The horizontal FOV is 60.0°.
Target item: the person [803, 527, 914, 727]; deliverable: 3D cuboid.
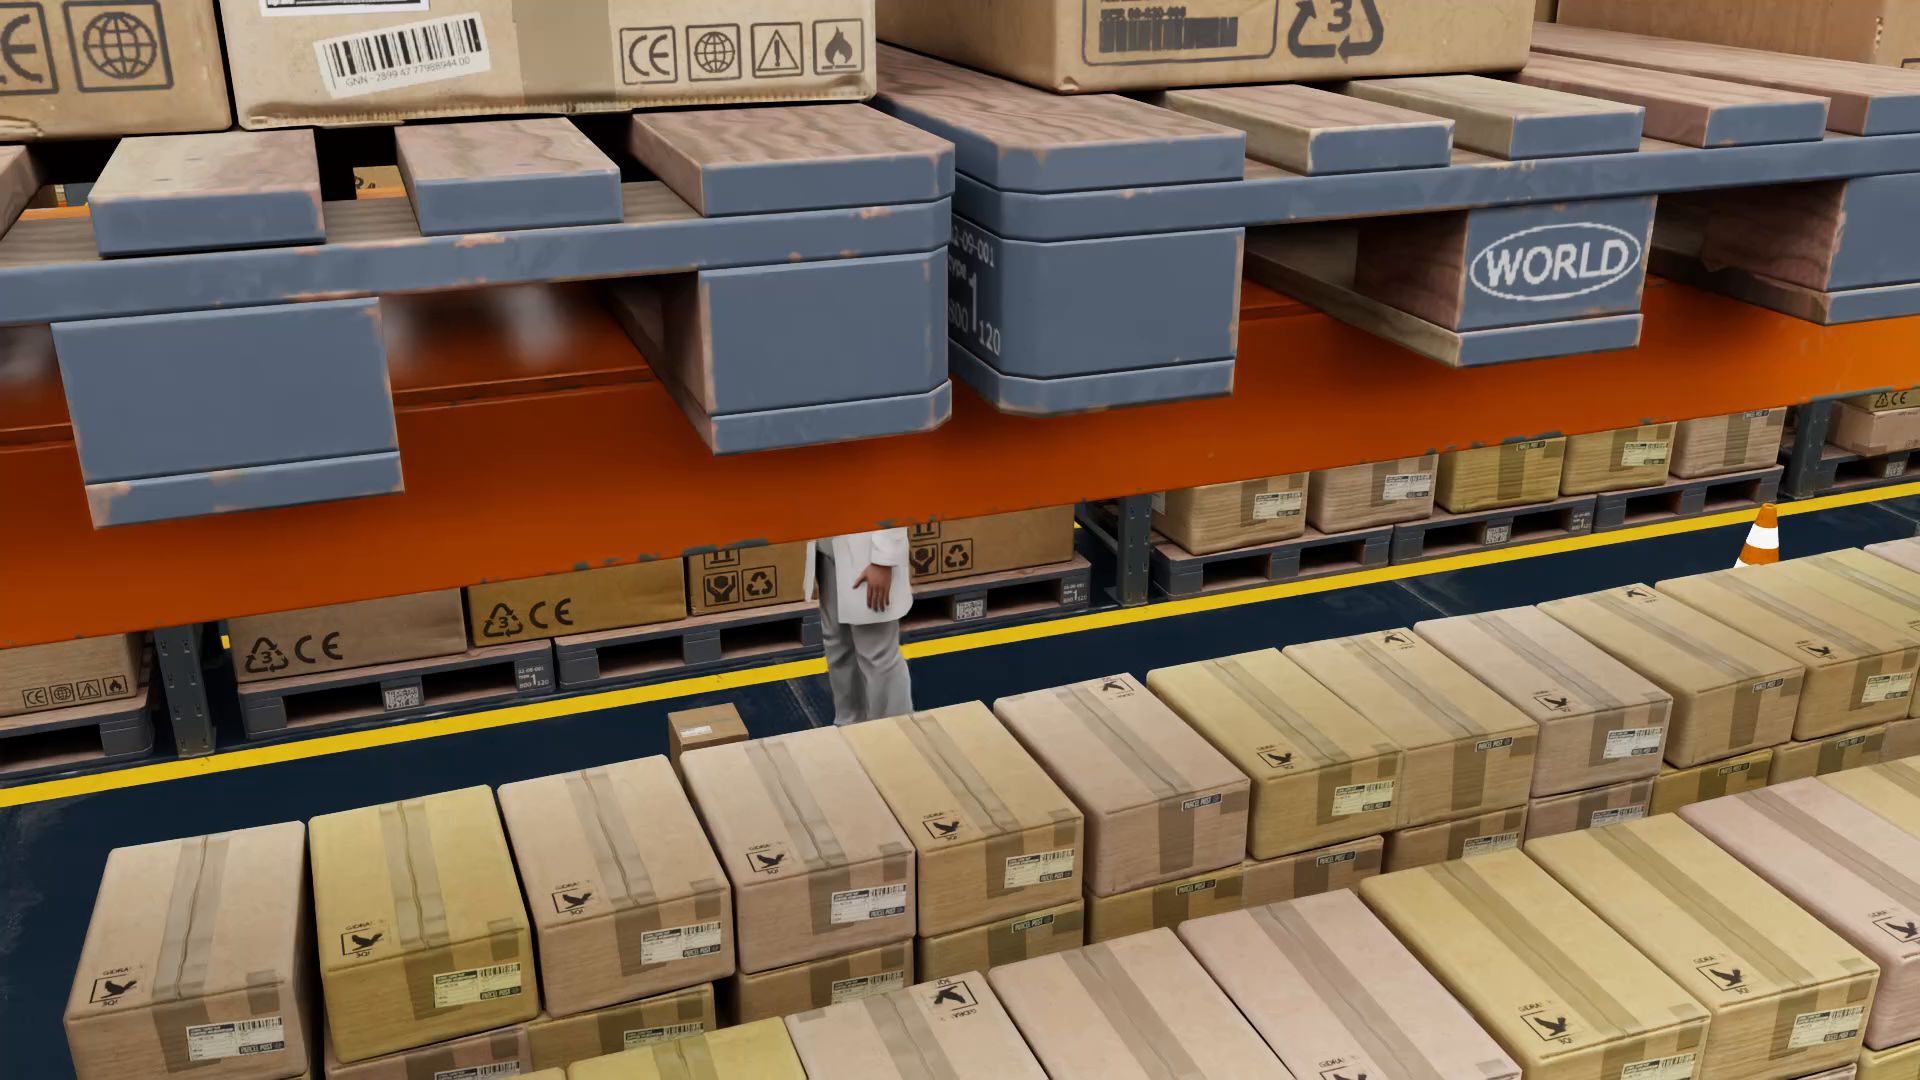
[{"bbox_3d":[-0.397,0.028,5.996,0.390,1.787,0.603,-14,26,-31],"label":"person"}]
